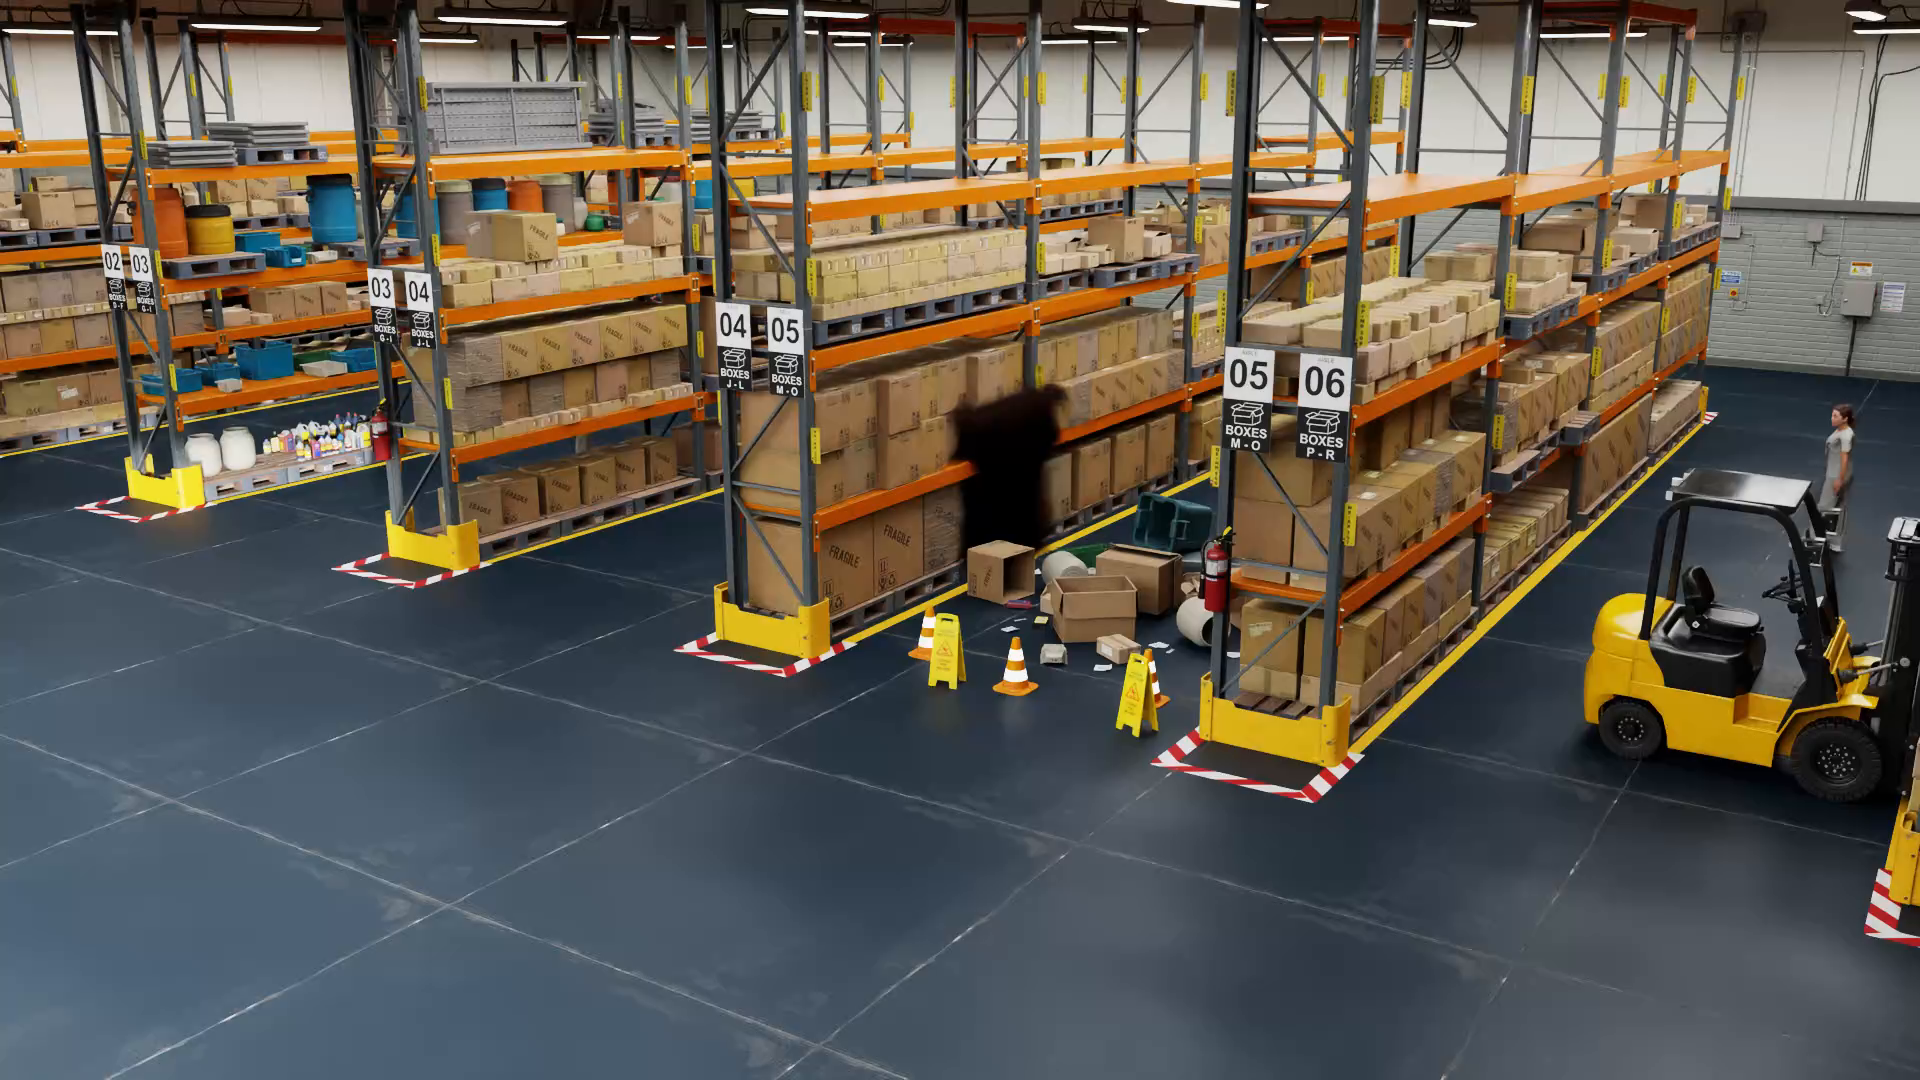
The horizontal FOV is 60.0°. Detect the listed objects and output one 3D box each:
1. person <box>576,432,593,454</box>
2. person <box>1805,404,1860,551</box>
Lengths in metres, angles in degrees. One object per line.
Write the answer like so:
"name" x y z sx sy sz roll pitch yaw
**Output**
"person" -4.979 -1.684 22.141 0.413 1.665 0.533 4 16 15
"person" 9.778 -0.705 18.665 0.423 1.678 0.501 13 20 40
